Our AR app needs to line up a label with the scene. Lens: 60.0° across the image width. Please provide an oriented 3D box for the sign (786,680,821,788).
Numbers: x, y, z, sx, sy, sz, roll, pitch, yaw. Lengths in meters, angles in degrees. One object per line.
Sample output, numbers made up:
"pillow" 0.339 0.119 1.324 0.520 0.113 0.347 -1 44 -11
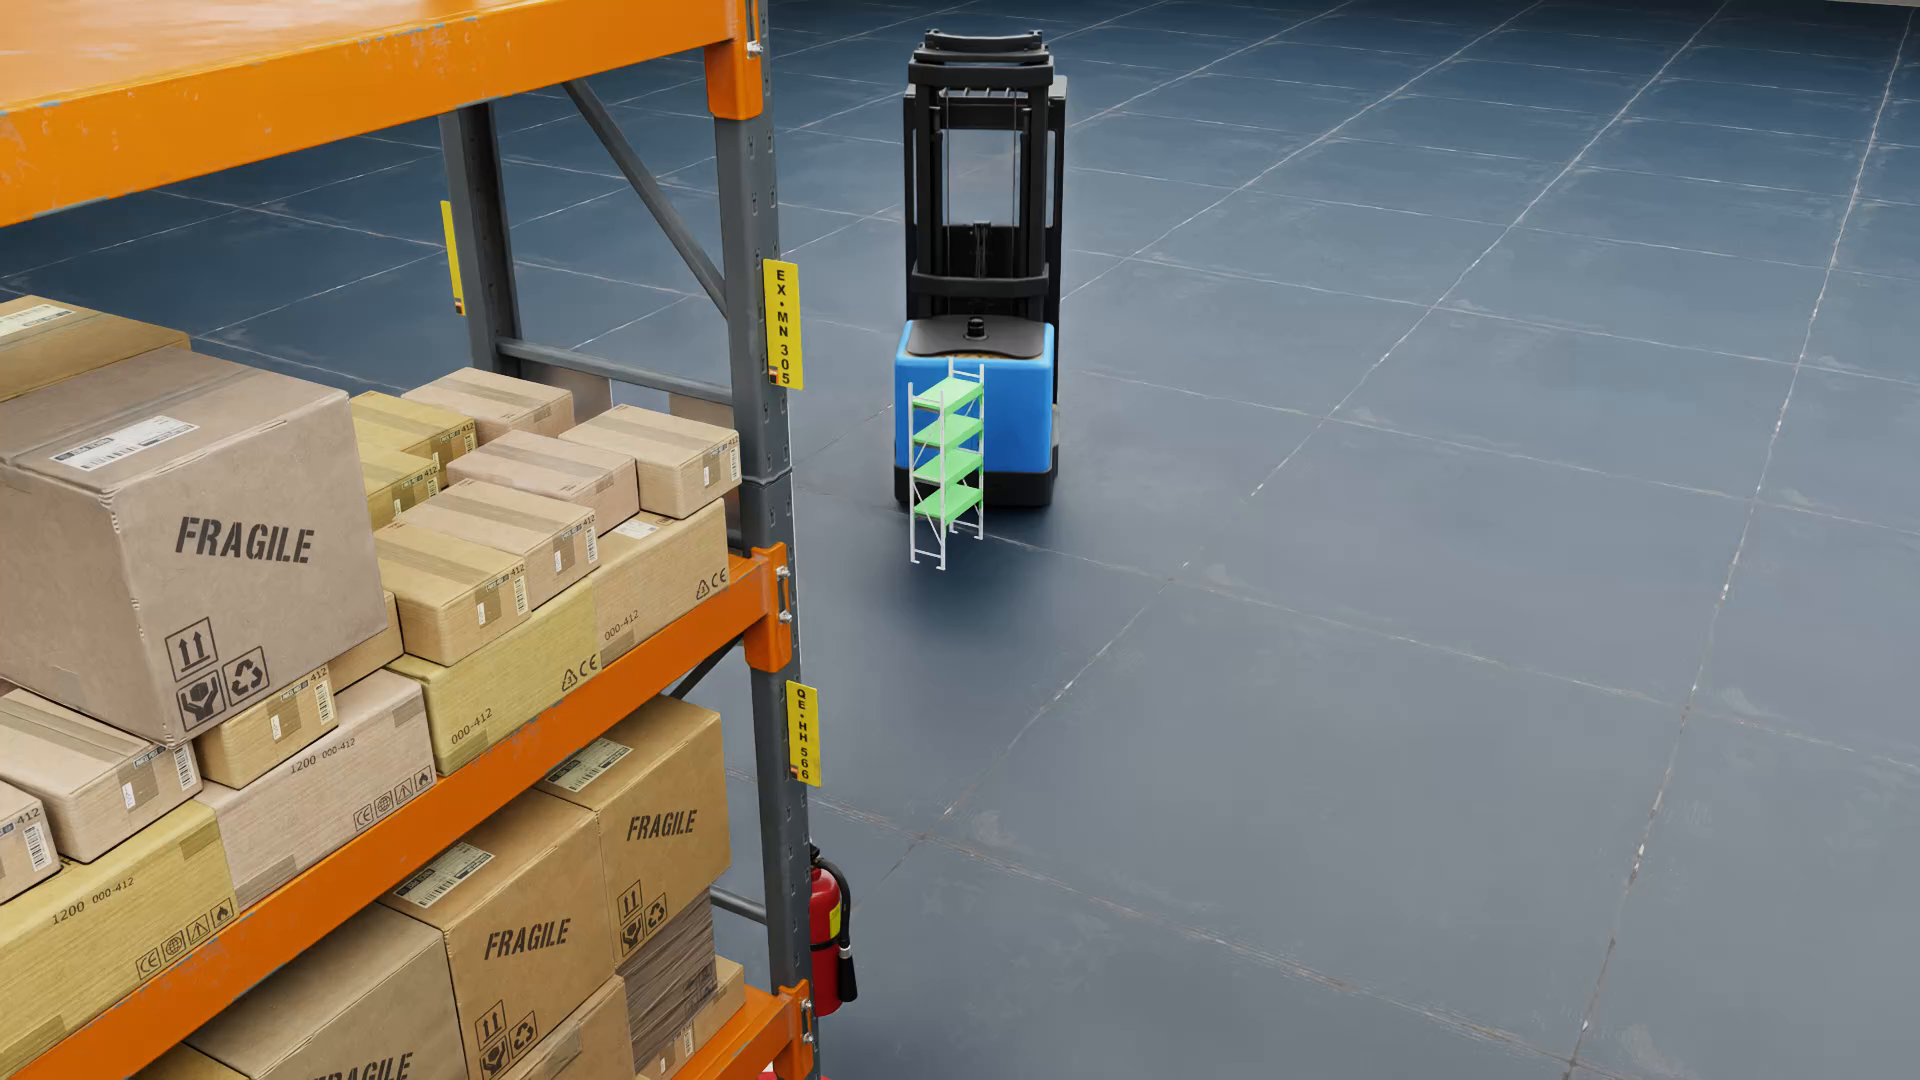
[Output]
"sign" -0.438 0.546 4.663 0.100 0.325 0.005 14 30 26

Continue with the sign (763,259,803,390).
"sign" -0.438 -0.533 4.123 0.100 0.325 0.005 14 30 26

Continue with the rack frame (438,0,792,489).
"rack frame" -0.911 -1.608 3.909 1.000 3.000 0.127 14 30 26

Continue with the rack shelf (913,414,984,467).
"rack shelf" -0.081 -0.629 10.274 0.258 0.148 0.480 14 30 26

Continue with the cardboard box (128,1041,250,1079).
"cardboard box" -1.709 1.302 3.237 0.500 0.500 0.500 14 30 26

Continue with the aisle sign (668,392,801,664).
"aisle sign" -0.619 -0.046 4.587 0.394 0.787 0.004 14 30 26

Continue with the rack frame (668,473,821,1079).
"rack frame" -0.911 1.075 5.252 1.000 3.000 0.127 14 30 26

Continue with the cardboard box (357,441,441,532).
"cardboard box" -1.477 -0.116 4.002 0.380 0.149 0.250 14 30 25

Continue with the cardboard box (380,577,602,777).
"cardboard box" -1.170 0.239 3.737 0.500 0.250 0.500 14 30 26

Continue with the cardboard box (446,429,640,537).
"cardboard box" -1.006 -0.125 4.021 0.380 0.149 0.250 13 29 24

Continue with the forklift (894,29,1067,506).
"forklift" 0.180 -2.160 11.790 1.130 2.935 3.031 2 27 4

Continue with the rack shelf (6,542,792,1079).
"rack shelf" -1.895 0.834 3.185 1.077 0.370 4.000 14 30 26

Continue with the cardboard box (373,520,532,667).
"cardboard box" -1.148 0.108 3.554 0.380 0.149 0.250 14 30 26

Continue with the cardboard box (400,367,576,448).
"cardboard box" -1.248 -0.322 4.413 0.380 0.149 0.250 14 30 26

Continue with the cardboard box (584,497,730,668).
"cardboard box" -0.927 0.044 4.127 0.500 0.250 0.500 15 30 27

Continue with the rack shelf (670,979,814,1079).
"rack shelf" -1.895 2.176 3.856 1.077 0.370 4.000 14 30 26

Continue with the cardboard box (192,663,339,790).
"cardboard box" -1.422 0.304 3.162 0.380 0.149 0.250 13 29 24

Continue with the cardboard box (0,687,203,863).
"cardboard box" -1.598 0.401 2.969 0.380 0.149 0.250 13 29 24

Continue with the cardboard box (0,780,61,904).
"cardboard box" -1.745 0.498 2.776 0.380 0.149 0.250 15 30 27

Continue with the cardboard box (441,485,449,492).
"cardboard box" -1.373 -0.069 4.353 0.500 0.250 0.500 15 30 28

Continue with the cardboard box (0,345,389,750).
"cardboard box" -1.453 -0.008 3.062 0.500 0.500 0.500 14 30 26

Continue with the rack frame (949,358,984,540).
"rack frame" 0.039 -0.567 10.543 0.240 1.200 0.015 14 30 26

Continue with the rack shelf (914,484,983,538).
"rack shelf" -0.081 -0.200 10.489 0.258 0.148 0.480 14 30 26

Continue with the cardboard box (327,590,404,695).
"cardboard box" -1.378 0.177 3.416 0.380 0.149 0.250 15 30 27

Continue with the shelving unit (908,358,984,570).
"shelving unit" -0.081 -0.472 10.353 0.258 1.200 0.503 14 30 26

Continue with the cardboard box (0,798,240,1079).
"cardboard box" -1.673 0.634 2.948 0.500 0.250 0.500 14 30 25

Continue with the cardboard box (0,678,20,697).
"cardboard box" -2.000 0.285 3.200 0.380 0.149 0.250 14 30 26

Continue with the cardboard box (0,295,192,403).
"cardboard box" -1.877 -0.149 3.343 0.500 0.500 0.500 14 30 26

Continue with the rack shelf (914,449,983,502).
"rack shelf" -0.081 -0.415 10.381 0.258 0.148 0.480 14 30 26

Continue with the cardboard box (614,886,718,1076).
"cardboard box" -1.206 1.105 4.747 0.875 0.500 0.500 14 30 26

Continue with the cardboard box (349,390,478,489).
"cardboard box" -1.460 -0.242 4.253 0.380 0.149 0.250 15 30 27

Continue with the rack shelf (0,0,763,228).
"rack shelf" -1.895 -0.505 2.514 1.077 0.370 4.000 14 30 26

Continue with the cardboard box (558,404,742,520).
"cardboard box" -0.776 -0.201 4.172 0.380 0.149 0.250 14 30 26

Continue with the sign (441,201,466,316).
"sign" -1.384 -0.777 4.624 0.100 0.325 0.005 14 30 26

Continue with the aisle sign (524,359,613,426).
"aisle sign" -1.142 -0.178 4.851 0.394 0.787 0.004 14 30 26

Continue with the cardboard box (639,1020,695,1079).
"cardboard box" -0.995 1.441 4.802 0.380 0.149 0.250 14 30 26

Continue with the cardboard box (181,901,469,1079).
"cardboard box" -1.456 1.109 3.623 0.500 0.500 0.500 14 30 26

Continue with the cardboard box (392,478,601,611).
"cardboard box" -1.045 0.005 3.760 0.380 0.149 0.250 13 29 24

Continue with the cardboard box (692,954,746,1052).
"cardboard box" -0.872 1.343 4.996 0.380 0.149 0.250 14 30 26

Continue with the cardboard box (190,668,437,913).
"cardboard box" -1.430 0.437 3.342 0.500 0.250 0.500 15 30 27

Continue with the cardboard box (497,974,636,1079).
"cardboard box" -1.347 1.326 4.305 0.875 0.500 0.500 14 30 26

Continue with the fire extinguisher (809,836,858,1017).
"fire extinguisher" -0.454 1.166 5.156 0.296 0.674 0.183 14 30 26

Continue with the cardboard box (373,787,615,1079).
"cardboard box" -1.208 0.915 4.011 0.500 0.500 0.500 14 30 26

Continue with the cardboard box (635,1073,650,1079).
"cardboard box" -1.073 1.550 4.584 0.380 0.149 0.250 14 30 26

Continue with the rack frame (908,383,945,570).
"rack frame" -0.201 -0.377 10.163 0.240 1.200 0.015 14 30 26

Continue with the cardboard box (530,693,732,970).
"cardboard box" -0.967 0.719 4.403 0.500 0.500 0.500 14 30 26

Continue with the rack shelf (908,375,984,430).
"rack shelf" -0.081 -0.844 10.166 0.258 0.148 0.480 14 30 26
